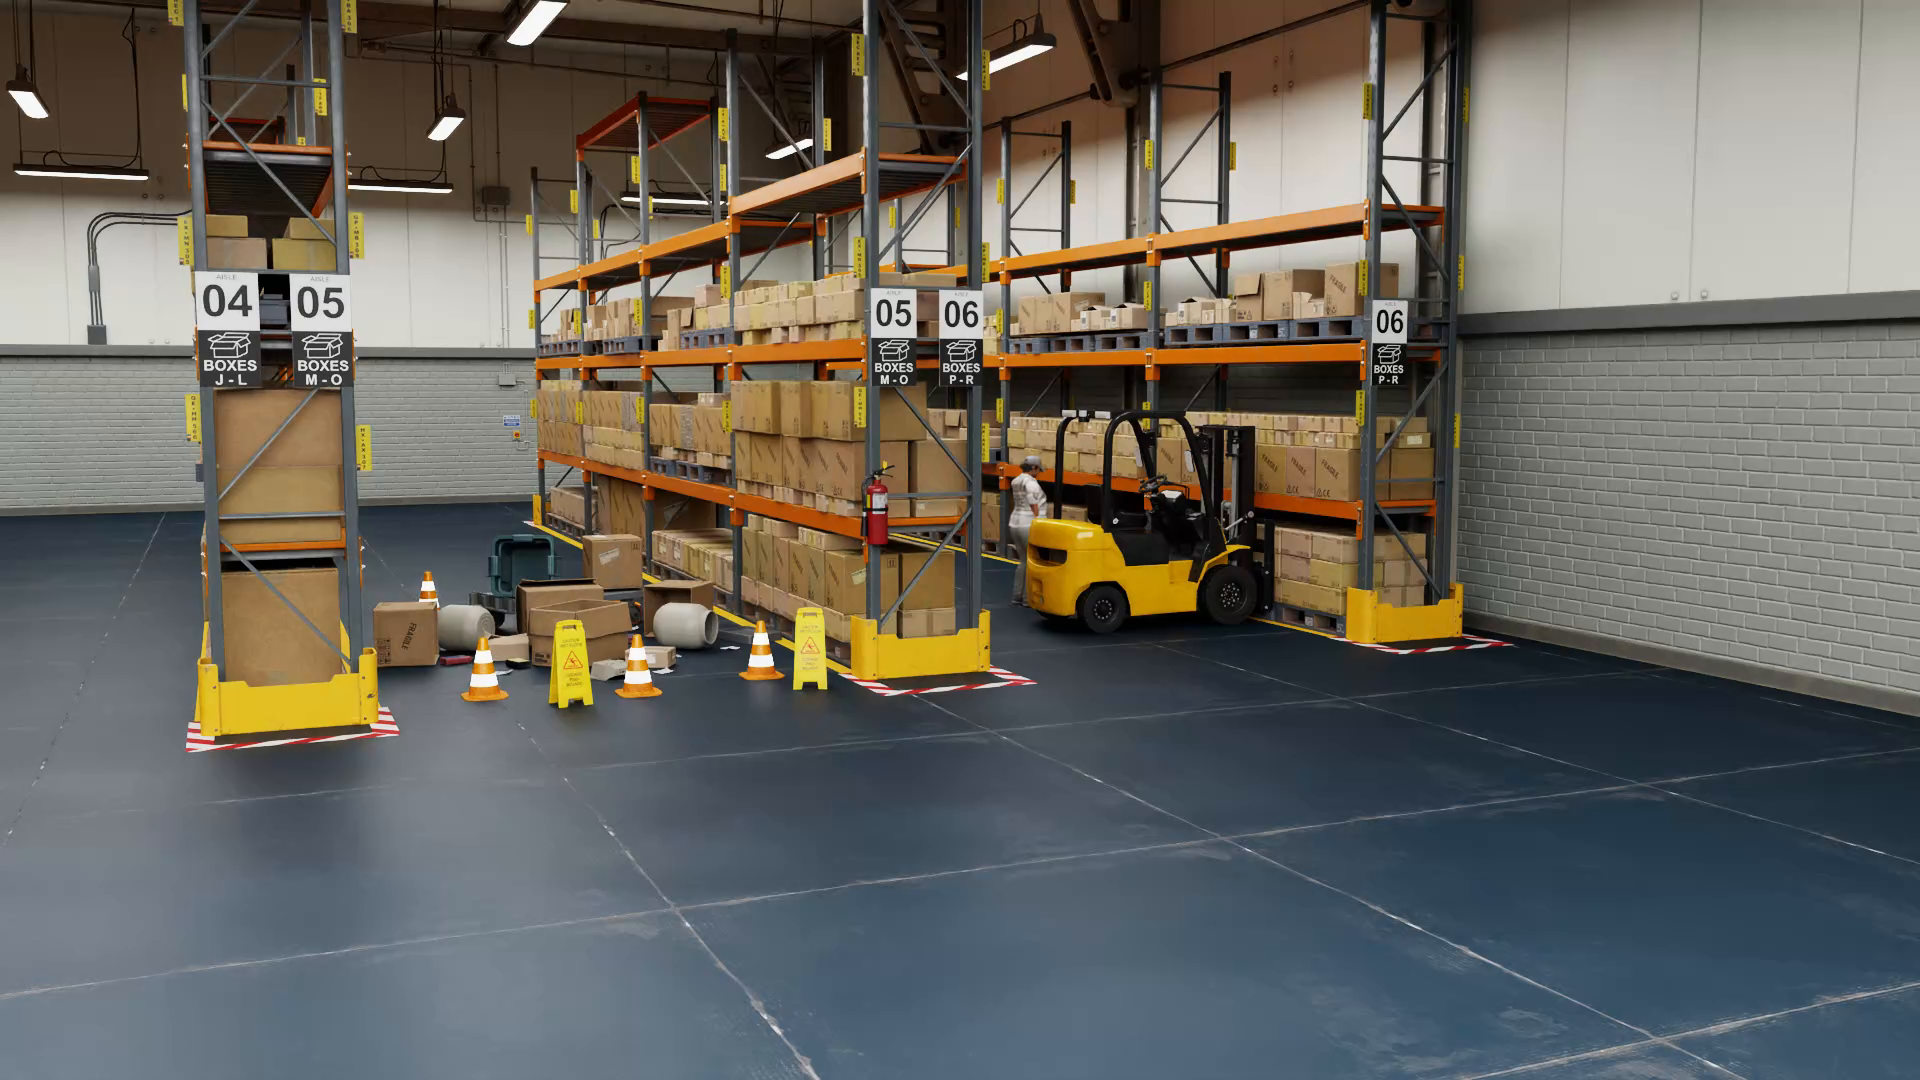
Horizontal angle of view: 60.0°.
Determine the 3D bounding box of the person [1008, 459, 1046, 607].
[{"bbox_3d":[0.737,-0.084,18.155,0.388,1.620,0.480,-2,6,-23],"label":"person"}]
